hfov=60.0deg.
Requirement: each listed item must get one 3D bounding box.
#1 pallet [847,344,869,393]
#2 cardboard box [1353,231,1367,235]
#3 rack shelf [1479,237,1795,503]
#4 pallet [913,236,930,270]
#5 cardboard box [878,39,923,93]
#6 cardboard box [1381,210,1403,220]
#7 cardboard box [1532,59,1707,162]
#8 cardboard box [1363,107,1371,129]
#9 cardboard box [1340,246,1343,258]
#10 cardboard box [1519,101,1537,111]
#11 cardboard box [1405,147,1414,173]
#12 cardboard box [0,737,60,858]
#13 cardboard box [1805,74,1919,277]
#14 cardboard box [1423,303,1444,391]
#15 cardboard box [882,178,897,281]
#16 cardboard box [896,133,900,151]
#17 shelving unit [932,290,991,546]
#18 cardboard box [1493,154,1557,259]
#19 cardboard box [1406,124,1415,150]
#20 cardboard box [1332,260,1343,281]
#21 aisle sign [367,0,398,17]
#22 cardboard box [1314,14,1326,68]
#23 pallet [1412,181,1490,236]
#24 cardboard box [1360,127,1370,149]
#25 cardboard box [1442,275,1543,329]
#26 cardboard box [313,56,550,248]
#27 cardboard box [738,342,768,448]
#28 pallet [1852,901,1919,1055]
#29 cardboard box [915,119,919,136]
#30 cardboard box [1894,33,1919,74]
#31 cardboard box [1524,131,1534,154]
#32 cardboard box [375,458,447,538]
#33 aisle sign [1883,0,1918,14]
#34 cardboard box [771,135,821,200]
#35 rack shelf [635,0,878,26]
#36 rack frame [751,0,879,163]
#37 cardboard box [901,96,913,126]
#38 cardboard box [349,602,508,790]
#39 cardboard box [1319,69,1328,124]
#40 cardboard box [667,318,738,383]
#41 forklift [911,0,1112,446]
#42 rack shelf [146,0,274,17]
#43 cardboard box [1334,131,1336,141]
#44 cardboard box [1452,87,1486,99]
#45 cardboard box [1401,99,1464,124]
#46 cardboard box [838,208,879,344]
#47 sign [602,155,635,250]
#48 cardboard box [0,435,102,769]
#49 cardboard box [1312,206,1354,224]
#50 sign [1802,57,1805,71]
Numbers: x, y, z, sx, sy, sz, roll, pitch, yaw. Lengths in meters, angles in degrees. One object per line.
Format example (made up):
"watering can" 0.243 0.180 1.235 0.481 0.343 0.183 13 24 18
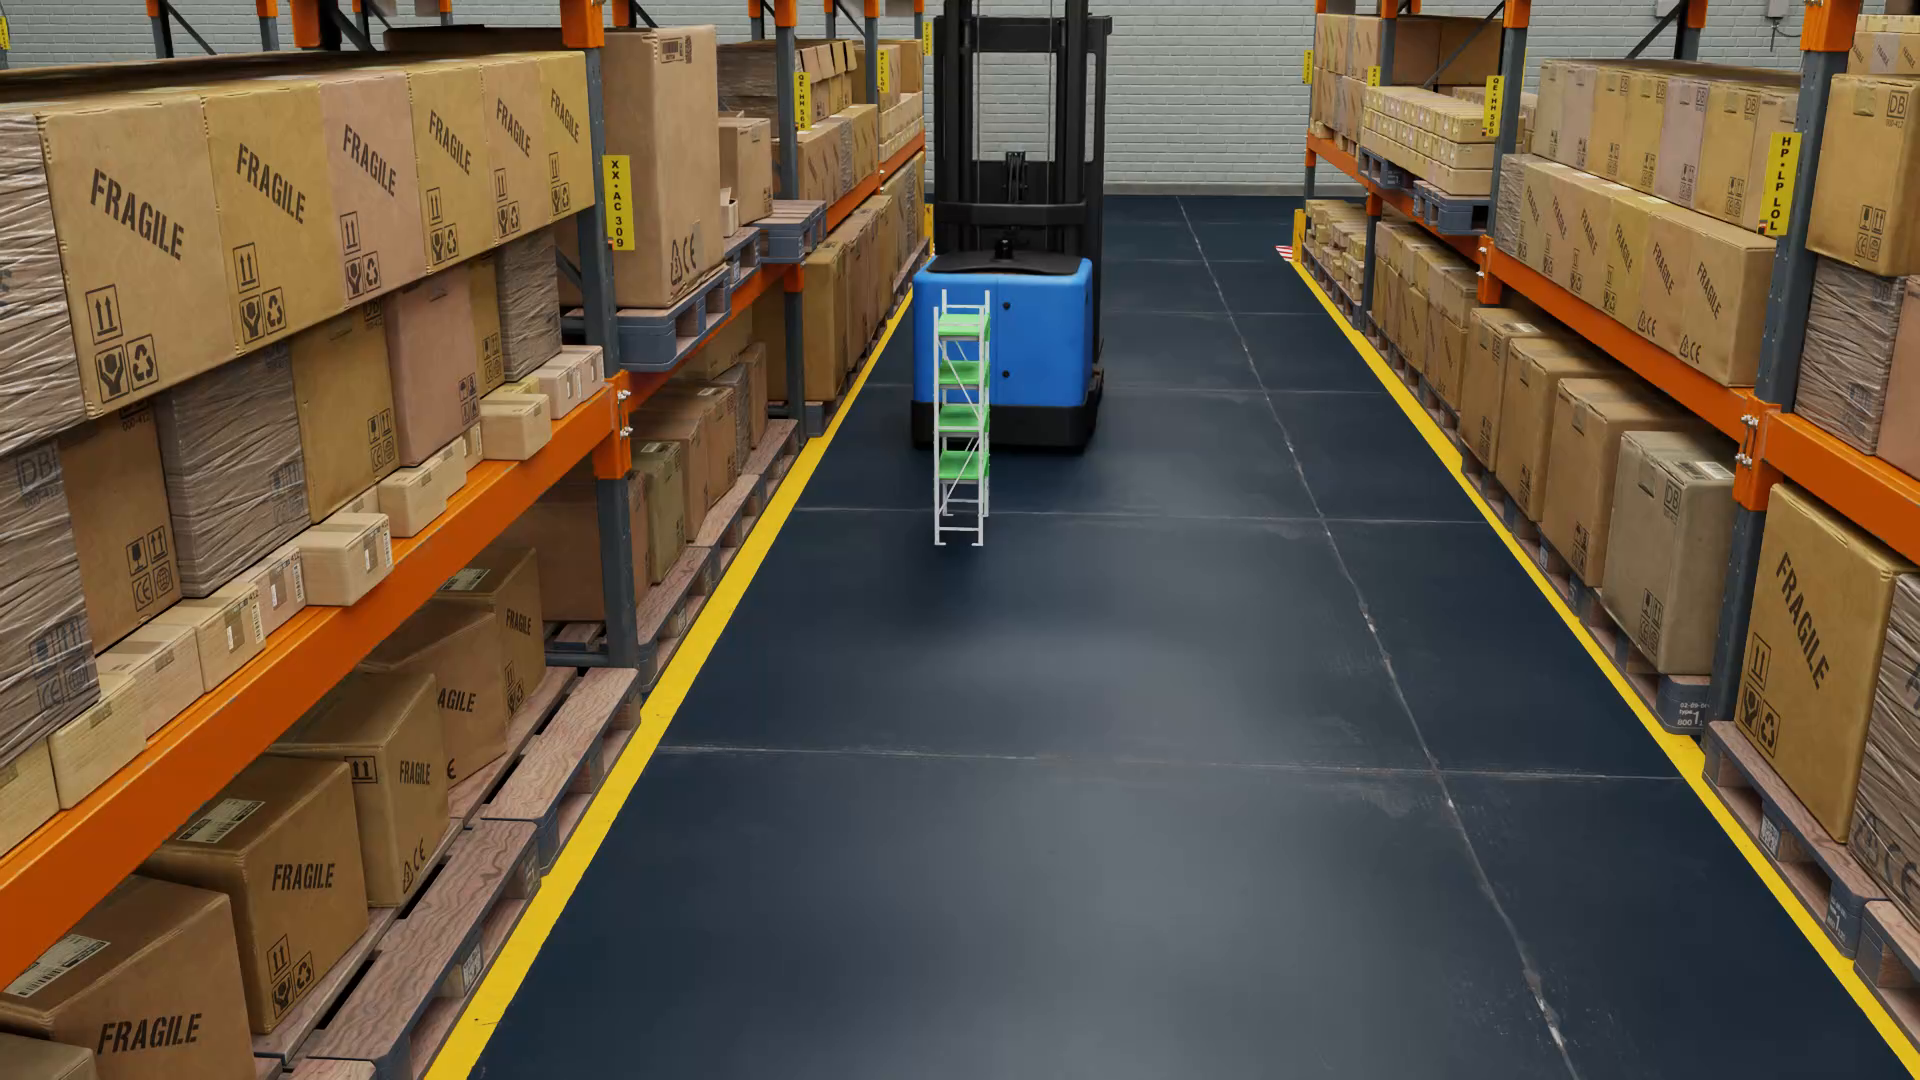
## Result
"pallet" -1.228 -1.313 12.090 1.003 0.211 1.213 1 18 4
"cardboard box" 3.629 -2.597 14.481 0.380 0.149 0.250 2 18 6
"rack shelf" 3.347 -0.912 7.543 1.077 0.370 4.000 1 18 4
"pallet" -0.856 -2.926 17.014 1.003 0.211 1.213 1 18 4
"cardboard box" -0.649 -4.771 16.724 0.500 0.500 0.500 2 18 5
"cardboard box" 4.229 -3.078 15.947 0.380 0.149 0.250 1 18 2
"cardboard box" 3.448 -2.258 8.731 0.700 0.500 0.500 1 18 4
"cardboard box" 3.290 -3.226 12.703 0.380 0.149 0.250 2 18 5
"cardboard box" 3.645 -2.614 15.009 0.380 0.149 0.250 0 18 1
"cardboard box" 3.809 -2.785 10.878 0.380 0.149 0.250 2 18 6
"cardboard box" 3.164 -2.516 11.015 0.380 0.149 0.250 2 18 6
"cardboard box" -1.728 0.427 2.706 0.380 0.149 0.250 1 18 4
"cardboard box" 3.143 -1.103 4.996 0.875 0.550 0.550 1 18 4
"cardboard box" 3.317 -1.258 10.784 0.500 0.500 0.500 2 18 6
"cardboard box" -1.036 -2.652 14.437 0.875 0.875 0.875 1 18 4
"cardboard box" -0.738 -3.549 14.839 0.380 0.149 0.250 1 18 3
"shelving unit" 0.012 -0.622 8.393 0.258 1.200 0.503 1 18 4
"cardboard box" 3.189 -1.789 8.904 0.500 0.500 0.500 1 18 5
"cardboard box" 3.162 -2.660 10.976 0.380 0.149 0.250 2 18 5
"cardboard box" 3.539 -2.413 14.872 0.380 0.149 0.250 1 18 4
"aisle sign" -6.108 -5.876 17.364 0.394 0.787 0.004 1 18 4
"cardboard box" 3.767 -4.890 16.284 0.500 0.500 0.500 1 18 4
"pallet" 3.435 -2.007 10.039 1.213 0.211 1.003 1 18 4
"cardboard box" 3.290 -3.085 12.750 0.380 0.149 0.250 0 18 1
"cardboard box" 3.278 -1.461 10.200 0.500 0.250 0.500 1 18 3
"cardboard box" -1.529 -1.137 4.832 0.500 0.500 0.500 1 18 4
"cardboard box" -1.478 -0.829 9.445 0.700 0.500 0.500 0 18 1
"pallet" 2.986 1.307 4.095 1.003 0.211 1.213 1 18 4
"cardboard box" -0.610 -4.105 16.537 0.380 0.149 0.250 1 18 4
"cardboard box" 8.596 -4.184 14.610 0.500 0.500 0.500 1 18 4
"cardboard box" 3.776 -2.487 10.448 0.380 0.149 0.250 1 18 4
"cardboard box" -1.581 -0.116 4.363 0.380 0.149 0.250 1 18 4
"aisle sign" 9.322 -5.531 16.310 0.394 0.787 0.004 1 18 4
"cardboard box" -1.144 -2.209 10.187 0.500 0.500 0.500 2 18 6
"rack shelf" -1.307 -3.721 11.301 1.077 0.370 4.000 1 18 4
"rack frame" -1.163 -3.259 13.552 1.000 3.000 0.127 1 18 4
"cardboard box" -0.720 -4.099 15.879 0.500 0.250 0.500 1 18 2
"cardboard box" -1.839 0.515 5.373 0.500 0.500 0.500 7 20 21
"cardboard box" 3.743 -4.248 15.932 0.500 0.500 0.500 1 18 4
"cardboard box" -1.496 -1.021 8.824 0.500 0.250 0.500 3 18 10
"forklift" 0.409 -2.364 10.932 1.130 2.935 3.031 2 18 7
"rack shelf" -6.247 -3.832 11.638 1.077 0.370 4.000 1 18 4
"cardboard box" 3.738 -3.817 15.658 0.380 0.149 0.250 1 18 3
"cardboard box" 3.943 -3.351 12.605 0.380 0.149 0.250 2 18 6
"cardboard box" 3.182 -2.882 11.176 0.380 0.149 0.250 2 18 6
"cardboard box" -1.252 -1.972 12.362 1.225 0.875 0.875 1 18 2
"sign" -1.195 -1.176 5.804 0.100 0.325 0.005 1 18 4
"cardboard box" -1.957 0.109 2.635 0.875 0.500 0.500 1 18 4
"cardboard box" 3.642 -3.168 16.222 0.380 0.149 0.250 1 18 4
"sign" 8.455 -4.743 16.564 0.100 0.325 0.005 1 18 4
